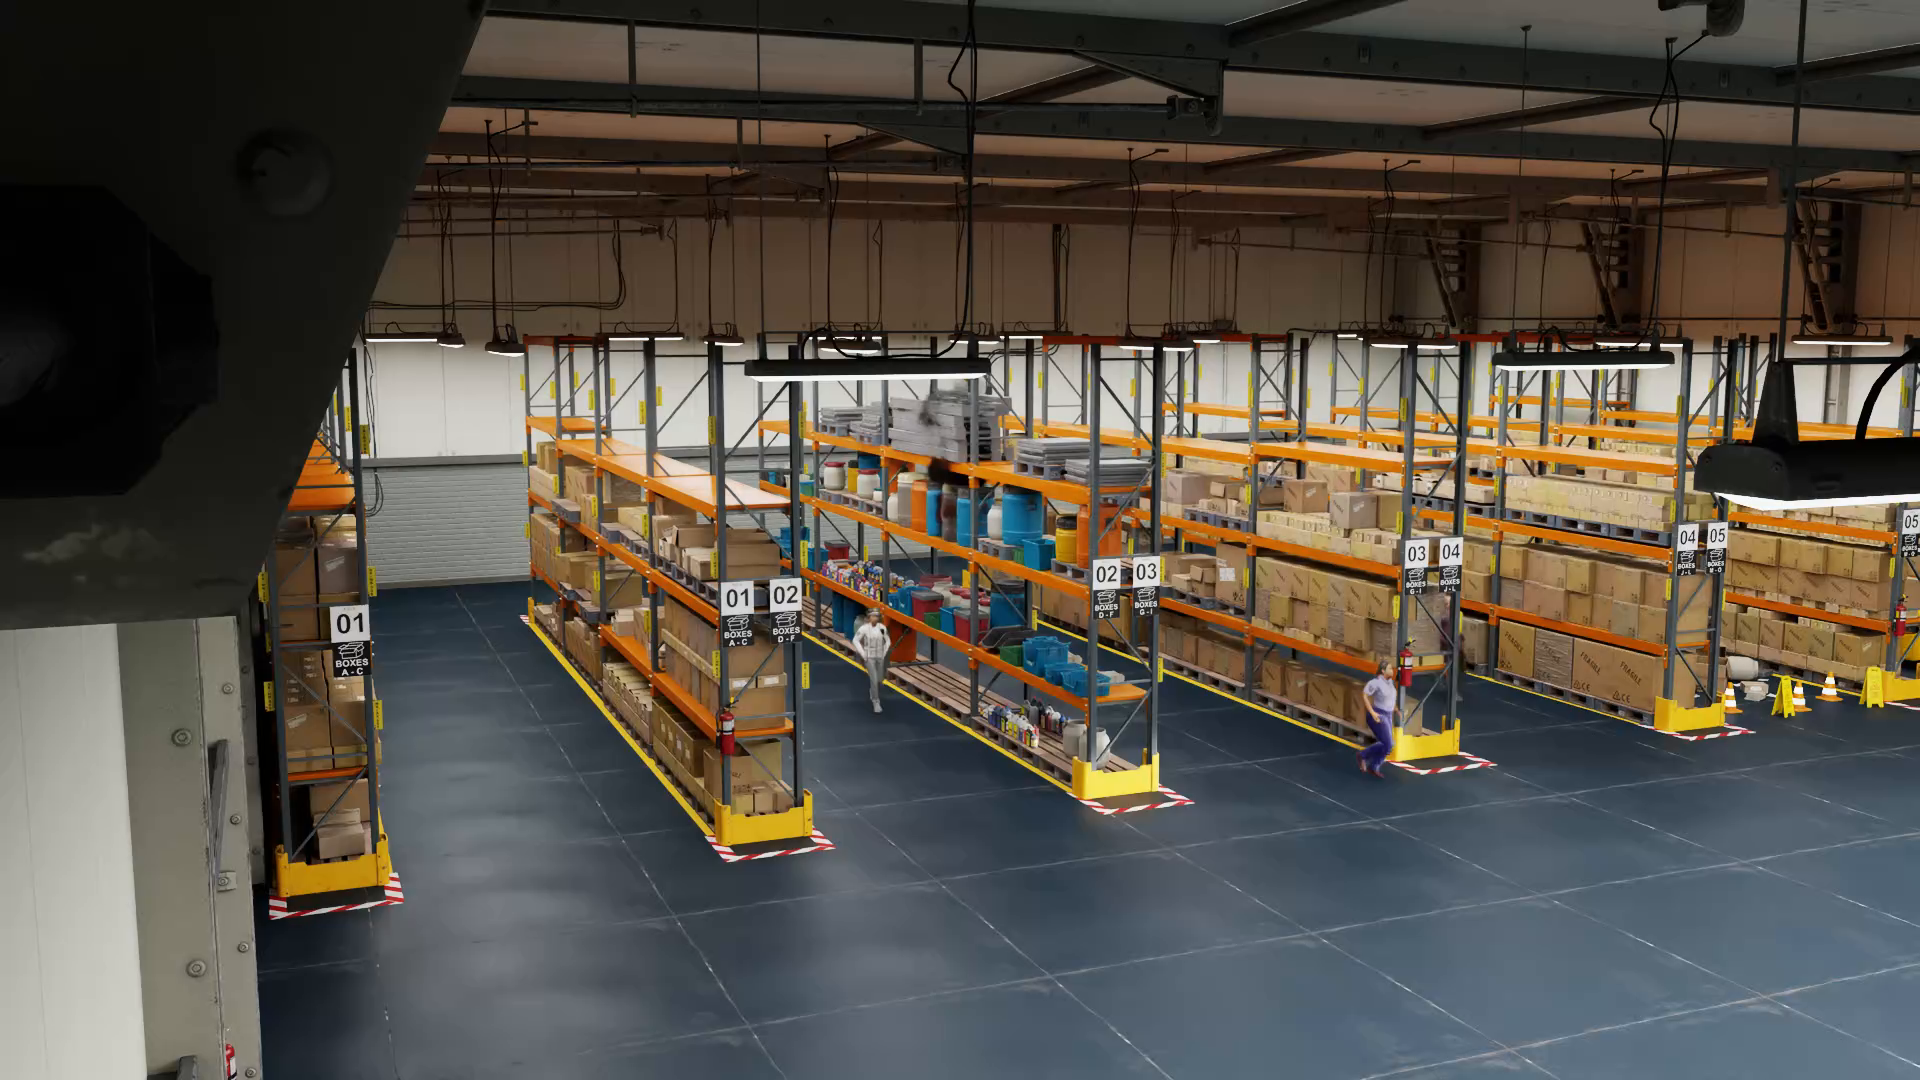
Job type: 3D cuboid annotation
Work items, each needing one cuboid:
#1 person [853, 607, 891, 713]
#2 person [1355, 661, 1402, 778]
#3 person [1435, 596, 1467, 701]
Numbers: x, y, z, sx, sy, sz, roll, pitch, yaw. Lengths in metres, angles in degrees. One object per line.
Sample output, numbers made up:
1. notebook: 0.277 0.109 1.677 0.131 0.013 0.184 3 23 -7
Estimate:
1. person: -1.418 1.916 27.055 0.625 1.687 0.700 -3 8 -21
2. person: 5.865 2.496 23.134 0.526 1.632 0.637 6 10 38
3. person: 8.179 1.790 27.881 0.730 1.724 0.717 -6 10 -38
